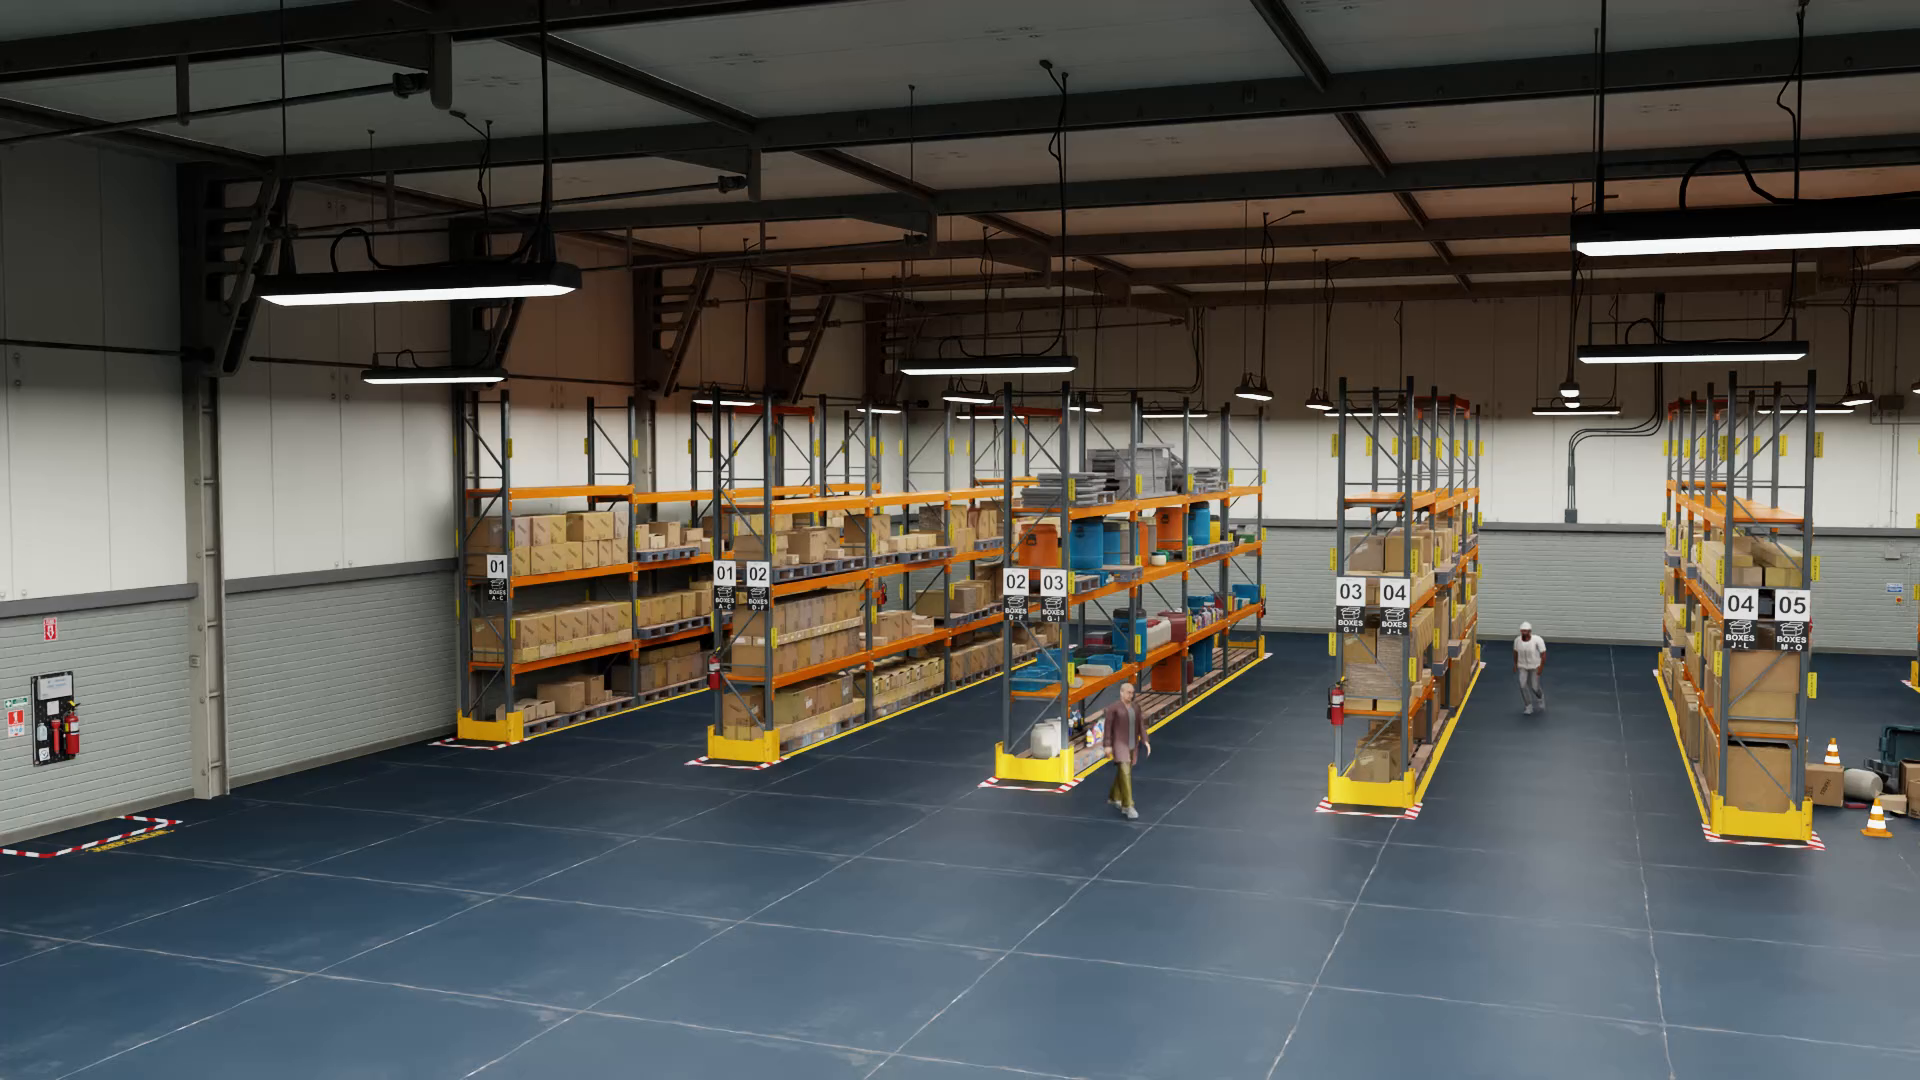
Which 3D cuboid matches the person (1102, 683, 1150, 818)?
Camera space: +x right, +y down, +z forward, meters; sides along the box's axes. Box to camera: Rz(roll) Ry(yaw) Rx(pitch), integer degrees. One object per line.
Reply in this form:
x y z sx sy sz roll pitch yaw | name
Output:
2.308 2.847 22.825 0.610 1.756 0.886 -3 4 -39 | person

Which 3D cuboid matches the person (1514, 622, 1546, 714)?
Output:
10.813 2.404 31.510 0.630 1.732 0.717 2 4 37 | person

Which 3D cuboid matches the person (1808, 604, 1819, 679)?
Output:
18.453 2.159 36.373 0.641 1.764 0.579 2 4 29 | person
